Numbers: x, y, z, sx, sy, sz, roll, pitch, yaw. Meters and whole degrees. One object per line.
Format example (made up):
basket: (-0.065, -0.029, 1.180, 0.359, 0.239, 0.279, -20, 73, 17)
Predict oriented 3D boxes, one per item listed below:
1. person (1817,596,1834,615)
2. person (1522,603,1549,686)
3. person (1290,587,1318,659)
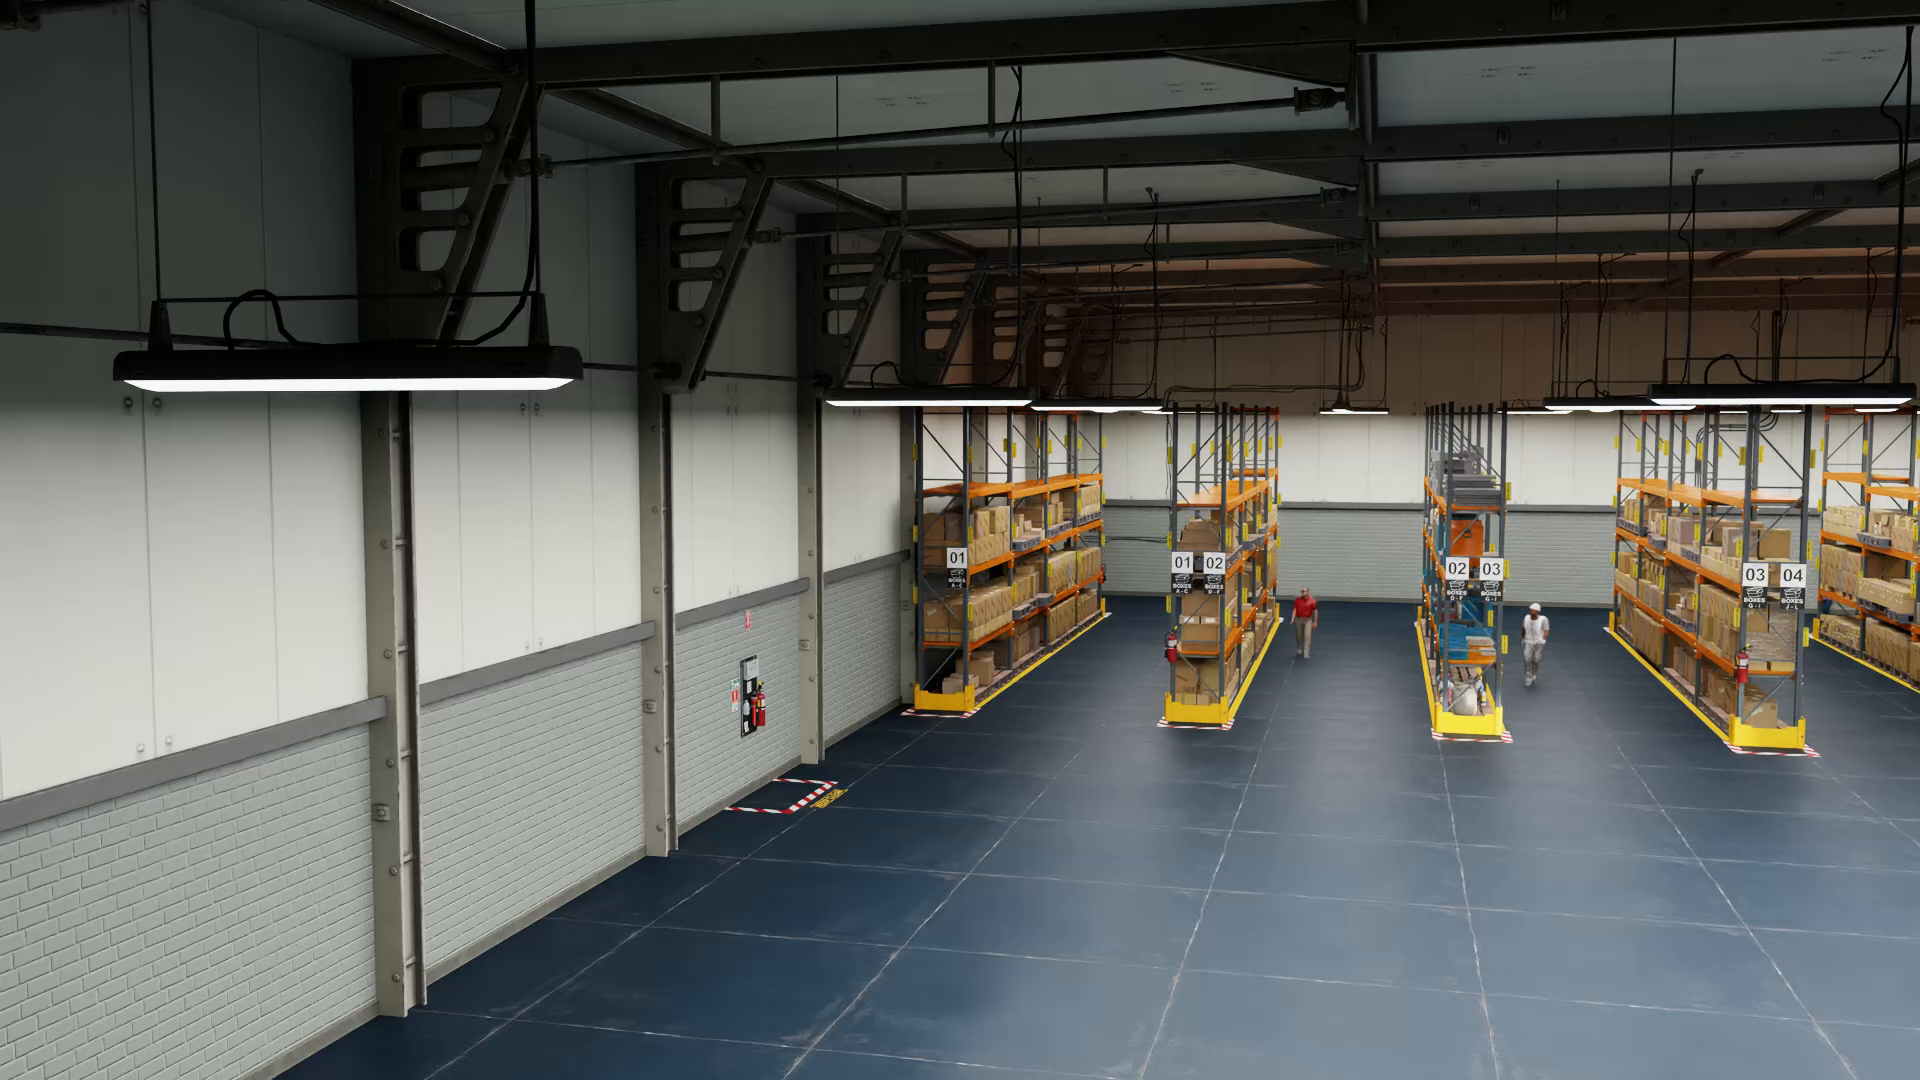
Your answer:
person: (23.306, 1.613, 44.689, 0.443, 1.588, 0.426, -1, 4, -18)
person: (12.346, 2.254, 35.680, 0.523, 1.810, 0.888, 1, 4, 15)
person: (8.185, 1.957, 39.573, 0.629, 1.681, 1.005, 1, 4, 13)
